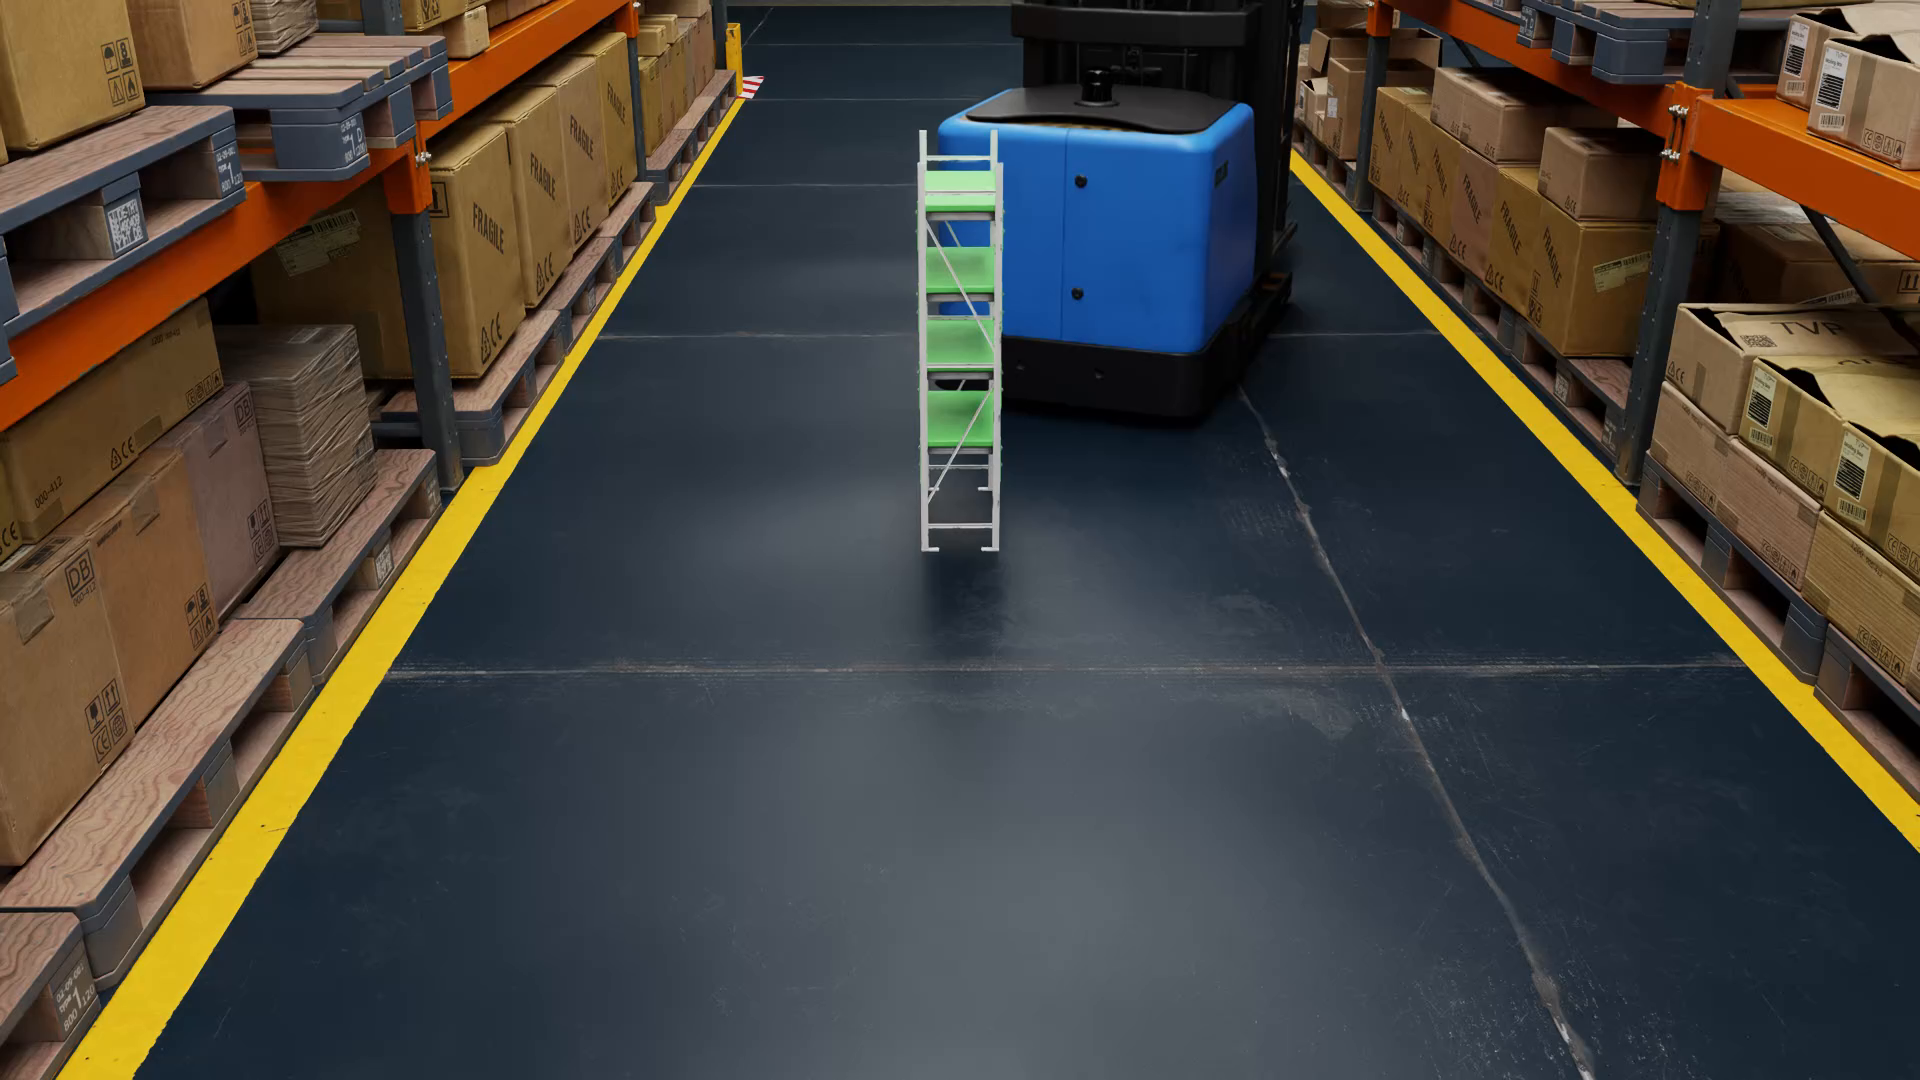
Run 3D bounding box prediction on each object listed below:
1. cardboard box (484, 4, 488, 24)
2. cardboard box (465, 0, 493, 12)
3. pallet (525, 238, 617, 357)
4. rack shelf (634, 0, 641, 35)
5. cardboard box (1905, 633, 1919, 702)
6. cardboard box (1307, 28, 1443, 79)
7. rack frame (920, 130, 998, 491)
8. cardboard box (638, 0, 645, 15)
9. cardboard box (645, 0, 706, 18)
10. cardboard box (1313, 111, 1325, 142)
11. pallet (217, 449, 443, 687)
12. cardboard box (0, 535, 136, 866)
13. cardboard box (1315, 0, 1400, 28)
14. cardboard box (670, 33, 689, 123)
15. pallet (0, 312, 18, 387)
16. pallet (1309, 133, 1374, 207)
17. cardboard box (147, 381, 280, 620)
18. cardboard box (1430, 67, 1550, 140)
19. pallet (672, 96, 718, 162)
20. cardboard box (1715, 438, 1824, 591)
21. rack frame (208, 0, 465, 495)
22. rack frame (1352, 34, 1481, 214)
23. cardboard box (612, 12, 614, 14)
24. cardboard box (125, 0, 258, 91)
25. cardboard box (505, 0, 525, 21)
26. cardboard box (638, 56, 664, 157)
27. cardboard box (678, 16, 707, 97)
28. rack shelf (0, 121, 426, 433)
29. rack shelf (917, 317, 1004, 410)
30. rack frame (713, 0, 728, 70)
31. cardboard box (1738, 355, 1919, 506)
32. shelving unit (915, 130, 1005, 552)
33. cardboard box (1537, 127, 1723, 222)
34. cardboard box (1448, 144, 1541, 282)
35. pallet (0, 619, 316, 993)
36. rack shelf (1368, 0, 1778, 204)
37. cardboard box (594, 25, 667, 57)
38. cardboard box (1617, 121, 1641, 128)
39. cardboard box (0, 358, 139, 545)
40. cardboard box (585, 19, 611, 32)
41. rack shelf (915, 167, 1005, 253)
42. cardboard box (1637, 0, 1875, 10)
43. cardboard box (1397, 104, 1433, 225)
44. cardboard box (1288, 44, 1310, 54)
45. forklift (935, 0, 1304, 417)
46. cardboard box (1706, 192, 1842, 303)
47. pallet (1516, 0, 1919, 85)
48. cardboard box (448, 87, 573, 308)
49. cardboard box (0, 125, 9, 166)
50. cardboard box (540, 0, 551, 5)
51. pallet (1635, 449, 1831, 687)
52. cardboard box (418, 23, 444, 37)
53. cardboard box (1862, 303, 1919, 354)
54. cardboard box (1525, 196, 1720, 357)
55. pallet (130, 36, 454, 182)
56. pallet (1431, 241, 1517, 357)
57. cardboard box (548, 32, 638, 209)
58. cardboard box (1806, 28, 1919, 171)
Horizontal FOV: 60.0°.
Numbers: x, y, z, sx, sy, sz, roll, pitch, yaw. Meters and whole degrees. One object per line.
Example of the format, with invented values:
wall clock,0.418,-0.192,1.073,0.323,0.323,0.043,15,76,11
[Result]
cardboard box,-2.019,-1.999,6.309,0.380,0.149,0.250,0,24,1
cardboard box,-1.943,-2.151,5.859,0.500,0.500,0.500,1,24,1
pallet,-2.141,-1.100,7.425,1.003,0.211,1.213,0,24,-1
rack shelf,-2.263,-3.688,10.637,1.077,0.370,4.000,0,24,-1
cardboard box,2.491,0.344,3.676,0.500,0.250,0.500,0,24,1
cardboard box,2.687,-3.053,10.855,0.797,0.503,0.637,0,24,-1
rack frame,-0.004,-0.715,5.376,0.240,1.200,0.015,0,24,-1
cardboard box,-2.370,-3.639,11.392,0.380,0.149,0.250,0,24,0
cardboard box,-1.990,-3.742,11.621,0.380,0.149,0.250,0,24,1
cardboard box,2.358,-2.505,10.074,0.380,0.149,0.250,0,24,-1
pallet,-2.190,0.049,4.885,1.003,0.211,1.213,0,24,-1
cardboard box,-2.199,0.317,3.409,0.700,0.500,0.500,0,24,0
cardboard box,2.921,-3.702,12.295,0.500,0.500,0.500,0,24,-1
cardboard box,-2.152,-2.971,10.703,0.700,0.500,0.500,0,24,1
pallet,-2.017,-0.123,2.116,1.003,0.211,1.213,0,24,-1
pallet,2.706,-2.228,9.920,1.003,0.211,1.213,0,24,-1
cardboard box,-2.248,-0.096,4.321,0.700,0.500,0.500,0,24,-1
cardboard box,2.485,-2.006,7.635,0.500,0.250,0.500,0,24,0
pallet,-2.187,-2.739,11.049,1.003,0.211,1.213,0,24,-1
cardboard box,2.474,-0.082,4.617,0.500,0.250,0.500,-1,24,-2
rack frame,-2.197,-1.543,5.023,1.000,3.000,0.127,0,24,-1
rack frame,2.712,-3.215,8.720,1.000,3.000,0.127,0,24,-1
cardboard box,-2.360,-3.324,10.696,0.380,0.149,0.250,-1,24,-2
cardboard box,-2.149,-1.366,3.974,0.700,0.500,0.500,-3,24,-6
cardboard box,-1.997,-2.207,6.770,0.380,0.149,0.250,0,24,0
cardboard box,-2.147,-2.553,9.778,0.700,0.500,0.500,0,24,0
cardboard box,-2.171,-3.398,11.647,0.700,0.500,0.500,0,24,-1
rack shelf,-2.176,-0.392,3.349,1.077,0.370,4.000,0,24,-1
rack shelf,-0.002,-0.557,5.180,0.258,0.148,0.480,0,24,-1
rack frame,-2.285,-4.840,12.311,1.000,3.000,0.127,0,24,-1
cardboard box,2.482,-0.328,4.481,0.500,0.311,0.500,-1,24,-2
shelving unit,-0.002,-0.615,5.154,0.258,1.200,0.503,0,24,-1
cardboard box,2.506,-1.378,6.246,0.500,0.250,0.500,1,24,1
cardboard box,2.494,-1.443,7.299,0.500,0.500,0.500,-1,24,-3
pallet,-2.180,0.551,3.776,1.003,0.211,1.213,0,24,-1
rack shelf,2.734,-2.064,7.046,1.077,0.370,4.000,0,24,-1
cardboard box,-1.968,-2.990,9.958,0.380,0.149,0.250,1,24,1
cardboard box,3.006,-1.665,7.790,0.500,0.500,0.500,0,24,0
cardboard box,-2.183,-0.203,3.649,0.500,0.250,0.500,0,24,-1
cardboard box,-2.355,-3.113,10.230,0.380,0.149,0.250,-1,24,-2
rack shelf,-0.002,-0.994,4.982,0.258,0.148,0.480,0,24,-1
cardboard box,2.636,-2.063,5.541,0.700,0.500,0.500,-9,26,-18
cardboard box,2.491,-1.857,8.215,0.500,0.500,0.500,0,24,0
cardboard box,2.396,-3.380,11.886,0.500,0.250,0.500,0,24,-1
forklift,0.879,-2.364,6.921,1.130,2.935,3.031,8,26,18
cardboard box,3.025,-1.033,6.394,0.500,0.500,0.500,-1,24,-2
pallet,2.678,-1.759,5.732,1.213,0.211,1.003,0,24,-1
cardboard box,-2.077,-1.420,6.849,0.750,0.750,0.750,0,24,-1
cardboard box,-2.163,-0.853,2.840,0.700,0.500,0.500,3,25,7
cardboard box,-1.984,-2.425,7.251,0.380,0.149,0.250,-1,24,-2
pallet,2.726,0.043,4.899,1.003,0.211,1.213,0,24,-1
cardboard box,-1.963,-1.679,5.602,0.380,0.149,0.250,0,24,0
cardboard box,3.008,-0.547,4.965,0.500,0.311,0.500,0,24,1
cardboard box,2.511,-1.013,6.349,0.500,0.500,0.500,1,24,2
pallet,-2.083,-1.163,4.414,1.213,0.211,1.003,0,24,-1
pallet,2.775,-1.106,7.439,1.003,0.211,1.213,0,24,-1
cardboard box,-2.104,-2.136,8.432,0.750,0.750,0.750,0,24,0
cardboard box,2.572,-1.157,4.277,0.500,0.311,0.500,-1,24,-1
